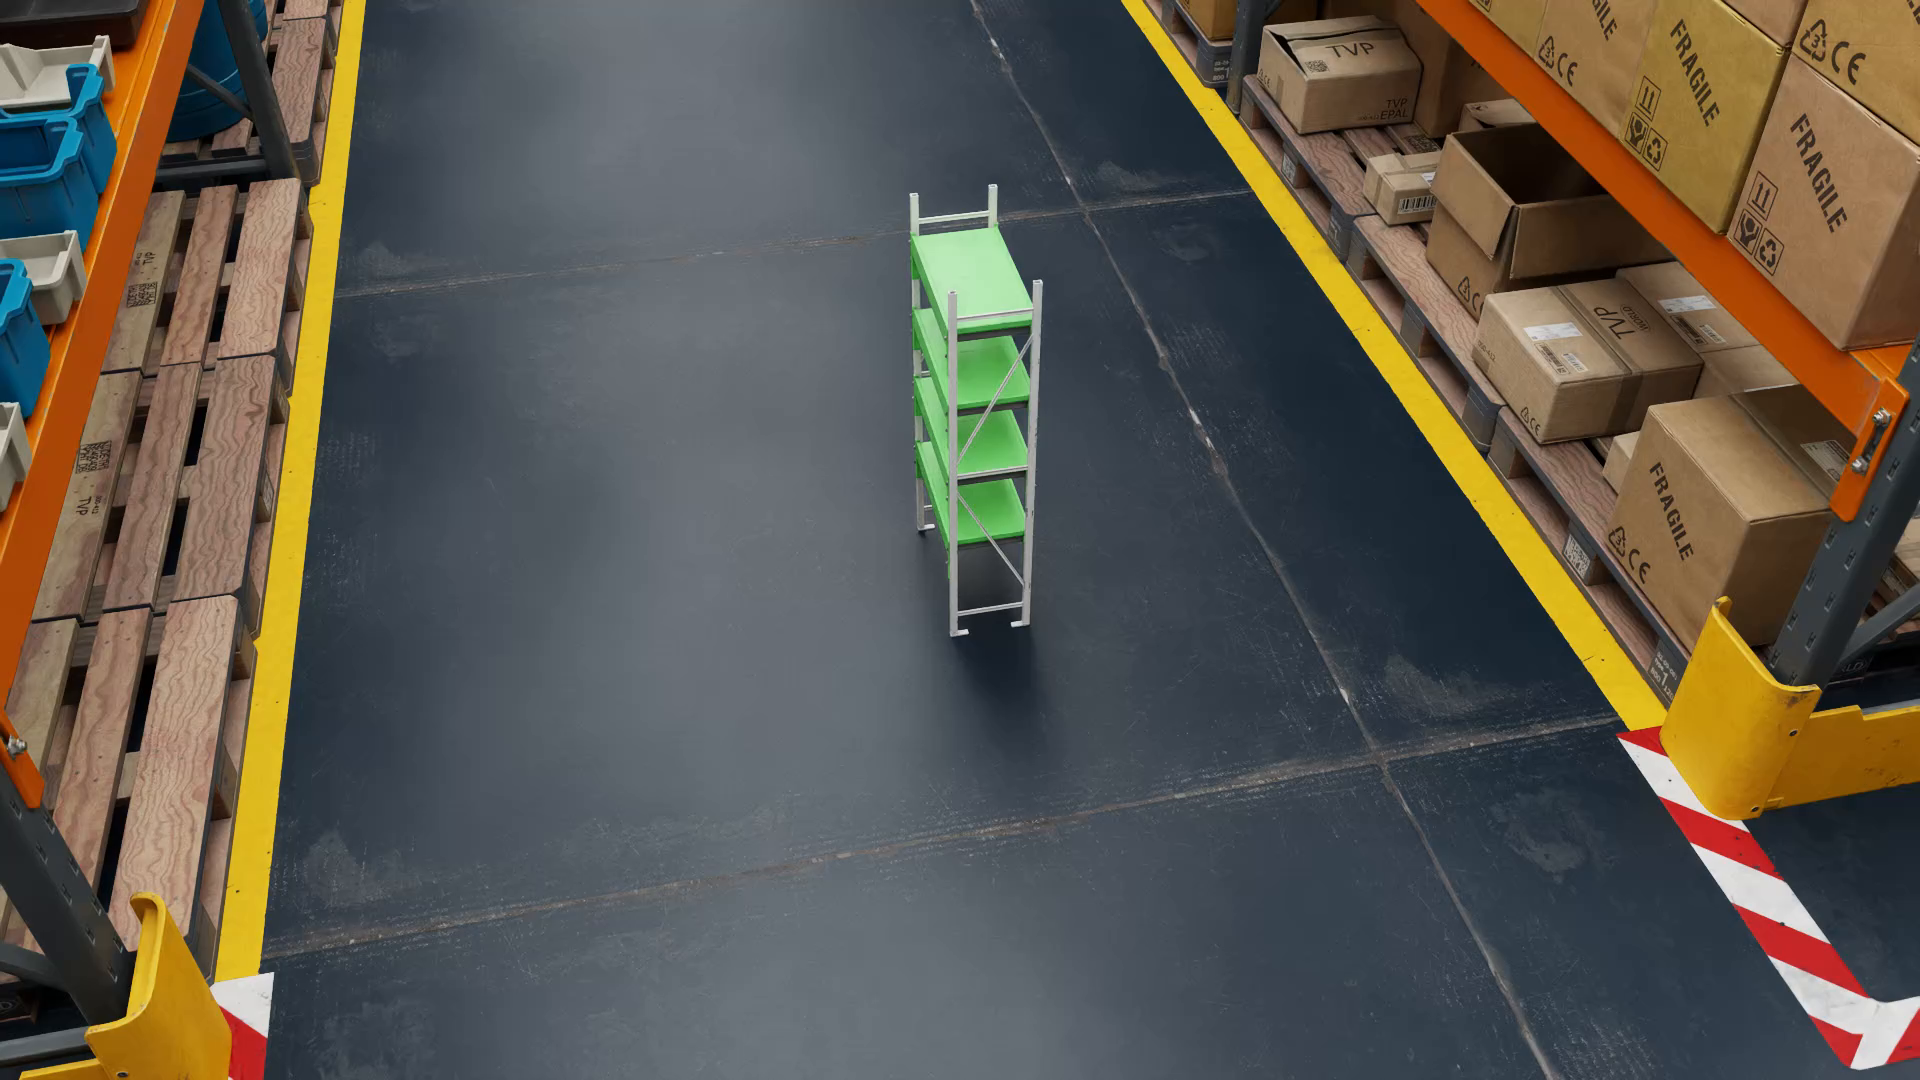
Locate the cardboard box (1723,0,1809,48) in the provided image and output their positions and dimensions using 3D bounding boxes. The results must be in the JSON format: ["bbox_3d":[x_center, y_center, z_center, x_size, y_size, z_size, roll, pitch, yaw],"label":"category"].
[{"bbox_3d":[2.079,-1.502,3.854,0.500,0.500,0.500,-7,42,-8],"label":"cardboard box"}]

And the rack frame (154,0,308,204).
[{"bbox_3d":[-3.148,-2.400,5.694,1.000,3.000,0.127,-8,42,-9],"label":"rack frame"}]

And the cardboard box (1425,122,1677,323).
[{"bbox_3d":[2.100,-1.121,5.802,0.797,0.503,0.637,-8,42,-9],"label":"cardboard box"}]

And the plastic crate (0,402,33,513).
[{"bbox_3d":[-2.004,-0.158,3.322,0.250,0.136,0.298,-8,42,-9],"label":"plastic crate"}]

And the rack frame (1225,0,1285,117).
[{"bbox_3d":[1.690,-3.107,6.491,1.000,3.000,0.127,-8,42,-9],"label":"rack frame"}]

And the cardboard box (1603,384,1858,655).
[{"bbox_3d":[2.195,-0.061,4.611,0.500,0.500,0.500,-8,42,-9],"label":"cardboard box"}]

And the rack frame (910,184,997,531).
[{"bbox_3d":[-0.017,-0.500,4.909,0.240,1.200,0.015,-8,42,-9],"label":"rack frame"}]

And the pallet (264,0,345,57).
[{"bbox_3d":[-3.540,-2.655,8.082,1.003,0.211,1.213,-8,42,-9],"label":"pallet"}]

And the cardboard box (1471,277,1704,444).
[{"bbox_3d":[2.020,-0.588,5.392,0.500,0.250,0.500,-8,42,-9],"label":"cardboard box"}]

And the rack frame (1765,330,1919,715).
[{"bbox_3d":[2.553,-0.514,3.570,1.000,3.000,0.127,-8,42,-9],"label":"rack frame"}]

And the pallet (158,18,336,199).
[{"bbox_3d":[-3.273,-1.863,7.190,1.003,0.211,1.213,-8,42,-9],"label":"pallet"}]

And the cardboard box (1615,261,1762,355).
[{"bbox_3d":[2.497,-0.692,5.510,0.500,0.250,0.500,-8,42,-9],"label":"cardboard box"}]

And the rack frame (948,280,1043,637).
[{"bbox_3d":[0.088,-0.183,4.553,0.240,1.200,0.015,-8,42,-9],"label":"rack frame"}]

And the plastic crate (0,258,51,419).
[{"bbox_3d":[-2.158,-0.401,3.523,0.416,0.233,0.300,-8,42,-9],"label":"plastic crate"}]

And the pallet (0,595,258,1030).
[{"bbox_3d":[-2.424,0.696,4.307,1.003,0.211,1.213,-8,42,-9],"label":"pallet"}]

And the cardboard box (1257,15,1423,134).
[{"bbox_3d":[1.569,-1.963,6.896,0.500,0.311,0.500,-8,42,-9],"label":"cardboard box"}]

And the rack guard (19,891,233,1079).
[{"bbox_3d":[-2.266,1.142,3.587,1.175,0.500,0.348,-8,42,-9],"label":"rack guard"}]

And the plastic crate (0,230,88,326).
[{"bbox_3d":[-2.151,-0.597,3.817,0.250,0.136,0.298,-8,42,-9],"label":"plastic crate"}]

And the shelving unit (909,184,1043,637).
[{"bbox_3d":[0.036,-0.341,4.731,0.258,1.200,0.503,-8,42,-9],"label":"shelving unit"}]

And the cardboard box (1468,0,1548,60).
[{"bbox_3d":[1.864,-1.790,4.931,0.500,0.500,0.500,-9,42,-10],"label":"cardboard box"}]

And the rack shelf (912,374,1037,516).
[{"bbox_3d":[0.036,-0.294,4.773,0.258,0.148,0.480,-8,42,-9],"label":"rack shelf"}]

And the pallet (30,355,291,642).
[{"bbox_3d":[-2.684,-0.093,5.196,1.003,0.211,1.213,-8,42,-9],"label":"pallet"}]

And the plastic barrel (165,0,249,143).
[{"bbox_3d":[-3.248,-2.127,6.651,0.600,0.901,0.708,-8,42,-9],"label":"plastic barrel"}]

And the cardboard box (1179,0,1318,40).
[{"bbox_3d":[1.303,-2.616,7.489,0.500,0.500,0.500,-9,42,-10],"label":"cardboard box"}]

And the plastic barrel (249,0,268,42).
[{"bbox_3d":[-3.401,-2.586,7.168,0.600,0.901,0.708,-8,42,-9],"label":"plastic barrel"}]

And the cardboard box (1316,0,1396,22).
[{"bbox_3d":[1.823,-2.685,7.567,0.500,0.500,0.500,-10,43,-11],"label":"cardboard box"}]

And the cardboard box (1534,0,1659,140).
[{"bbox_3d":[1.973,-1.463,4.563,0.500,0.500,0.500,-8,42,-9],"label":"cardboard box"}]

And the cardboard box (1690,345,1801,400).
[{"bbox_3d":[2.605,-0.368,5.145,0.500,0.250,0.500,-8,42,-9],"label":"cardboard box"}]

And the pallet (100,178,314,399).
[{"bbox_3d":[-2.951,-0.886,6.089,1.003,0.211,1.213,-8,42,-9],"label":"pallet"}]

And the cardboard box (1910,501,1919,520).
[{"bbox_3d":[2.744,-0.102,4.908,0.380,0.166,0.250,-8,42,-9],"label":"cardboard box"}]

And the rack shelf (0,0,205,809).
[{"bbox_3d":[-2.716,-0.834,4.472,1.077,0.370,4.000,-8,42,-9],"label":"rack shelf"}]

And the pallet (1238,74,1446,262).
[{"bbox_3d":[1.837,-1.619,6.915,1.003,0.211,1.213,-8,42,-9],"label":"pallet"}]

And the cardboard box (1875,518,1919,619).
[{"bbox_3d":[2.798,0.067,4.731,0.380,0.149,0.250,-8,42,-9],"label":"cardboard box"}]

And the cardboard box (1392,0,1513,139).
[{"bbox_3d":[2.090,-2.008,6.804,0.500,0.500,0.500,-8,42,-9],"label":"cardboard box"}]

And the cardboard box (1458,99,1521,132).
[{"bbox_3d":[2.229,-1.642,6.657,0.380,0.149,0.250,-8,42,-9],"label":"cardboard box"}]

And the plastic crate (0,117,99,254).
[{"bbox_3d":[-2.300,-0.827,4.004,0.416,0.233,0.300,-8,42,-9],"label":"plastic crate"}]

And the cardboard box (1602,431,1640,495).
[{"bbox_3d":[2.196,-0.212,5.032,0.380,0.166,0.250,-8,42,-9],"label":"cardboard box"}]

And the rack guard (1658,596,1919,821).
[{"bbox_3d":[2.537,0.371,4.455,1.175,0.500,0.348,-8,42,-9],"label":"rack guard"}]

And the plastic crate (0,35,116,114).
[{"bbox_3d":[-2.478,-1.238,4.538,0.293,0.136,0.466,-8,42,-9],"label":"plastic crate"}]

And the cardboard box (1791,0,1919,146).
[{"bbox_3d":[2.189,-1.175,3.485,0.500,0.500,0.500,-9,42,-10],"label":"cardboard box"}]

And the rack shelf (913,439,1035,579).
[{"bbox_3d":[0.036,-0.114,4.933,0.258,0.148,0.480,-8,42,-9],"label":"rack shelf"}]

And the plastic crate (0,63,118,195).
[{"bbox_3d":[-2.365,-1.022,4.223,0.416,0.233,0.300,-8,42,-9],"label":"plastic crate"}]

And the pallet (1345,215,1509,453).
[{"bbox_3d":[2.104,-0.826,6.022,1.003,0.211,1.213,-8,42,-9],"label":"pallet"}]

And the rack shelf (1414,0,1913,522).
[{"bbox_3d":[2.121,-1.542,5.269,1.077,0.370,4.000,-8,42,-9],"label":"rack shelf"}]

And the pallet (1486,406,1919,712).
[{"bbox_3d":[2.364,-0.037,5.133,1.003,0.211,1.213,-8,42,-9],"label":"pallet"}]

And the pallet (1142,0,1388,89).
[{"bbox_3d":[1.477,-2.586,8.004,1.003,0.211,1.213,-8,42,-9],"label":"pallet"}]

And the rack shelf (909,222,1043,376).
[{"bbox_3d":[0.036,-0.653,4.455,0.258,0.148,0.480,-8,42,-9],"label":"rack shelf"}]

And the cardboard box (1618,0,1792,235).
[{"bbox_3d":[2.075,-1.139,4.198,0.500,0.500,0.500,-8,42,-9],"label":"cardboard box"}]

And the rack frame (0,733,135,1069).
[{"bbox_3d":[-2.284,0.193,2.773,1.000,3.000,0.127,-8,42,-9],"label":"rack frame"}]

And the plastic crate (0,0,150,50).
[{"bbox_3d":[-2.644,-1.632,4.991,0.437,0.125,0.590,-8,42,-9],"label":"plastic crate"}]

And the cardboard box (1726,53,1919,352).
[{"bbox_3d":[2.191,-0.803,3.820,0.500,0.500,0.500,-7,42,-8],"label":"cardboard box"}]

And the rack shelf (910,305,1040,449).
[{"bbox_3d":[0.036,-0.473,4.614,0.258,0.148,0.480,-8,42,-9],"label":"rack shelf"}]

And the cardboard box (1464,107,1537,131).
[{"bbox_3d":[2.252,-1.451,6.319,0.500,0.311,0.500,-8,42,-9],"label":"cardboard box"}]

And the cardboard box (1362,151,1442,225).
[{"bbox_3d":[1.766,-1.350,6.314,0.380,0.166,0.250,-8,42,-9],"label":"cardboard box"}]
